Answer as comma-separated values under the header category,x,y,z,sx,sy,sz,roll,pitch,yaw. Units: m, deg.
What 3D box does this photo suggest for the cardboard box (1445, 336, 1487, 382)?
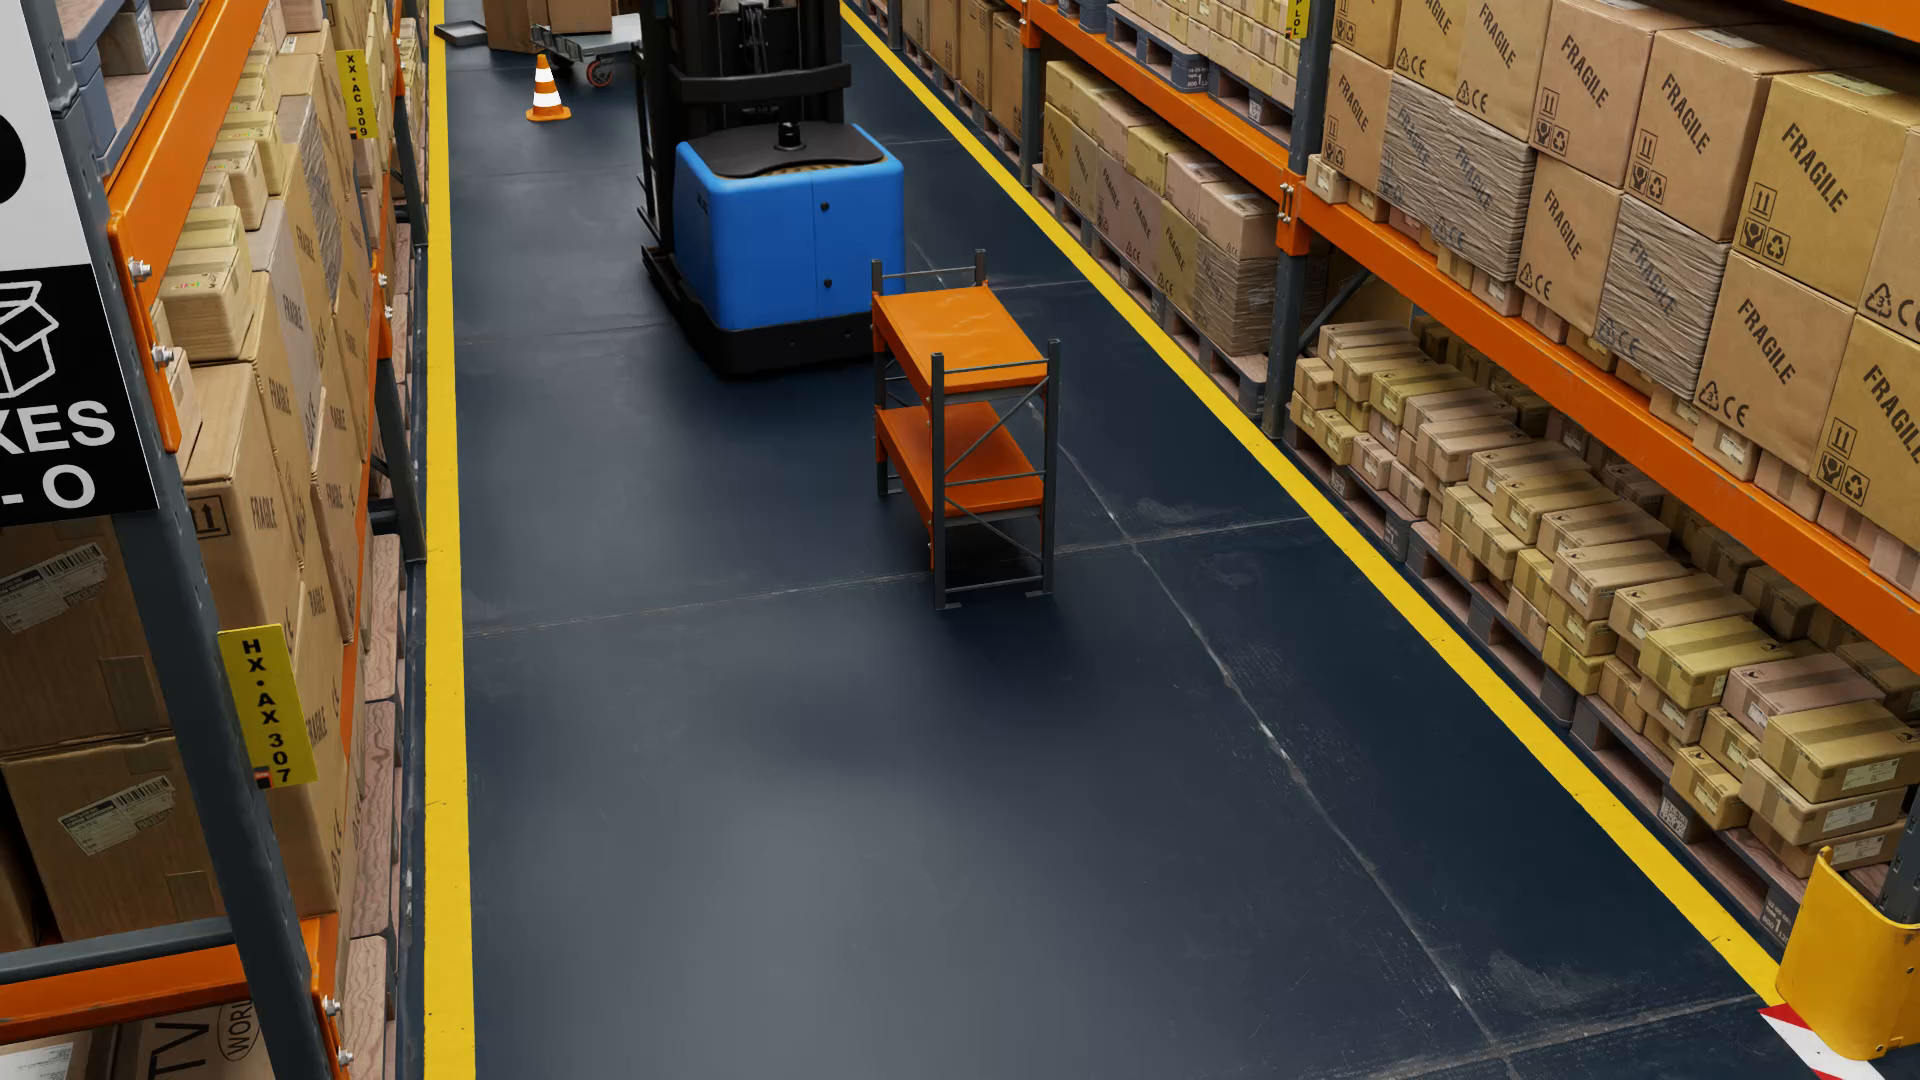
category,x,y,z,sx,sy,sz,roll,pitch,yaw
cardboard box,2.429,-0.823,7.510,0.380,0.149,0.250,-7,31,-13

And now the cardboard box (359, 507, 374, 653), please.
category,x,y,z,sx,sy,sz,roll,pitch,yaw
cardboard box,-2.705,0.079,6.258,0.875,0.438,0.875,-8,31,-14

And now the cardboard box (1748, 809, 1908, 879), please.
category,x,y,z,sx,sy,sz,roll,pitch,yaw
cardboard box,2.698,0.885,5.154,0.380,0.149,0.250,-7,31,-12

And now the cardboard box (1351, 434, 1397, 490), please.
category,x,y,z,sx,sy,sz,roll,pitch,yaw
cardboard box,1.951,-0.360,7.305,0.380,0.149,0.250,-8,31,-14

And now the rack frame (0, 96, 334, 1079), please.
category,x,y,z,sx,sy,sz,roll,pitch,yaw
rack frame,-1.707,0.766,2.932,1.000,3.000,0.127,-8,31,-13

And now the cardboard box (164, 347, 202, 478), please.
category,x,y,z,sx,sy,sz,roll,pitch,yaw
cardboard box,-1.534,-0.199,2.854,0.380,0.149,0.250,-7,31,-12

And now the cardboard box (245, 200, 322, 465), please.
category,x,y,z,sx,sy,sz,roll,pitch,yaw
cardboard box,-1.848,-0.476,3.980,0.500,0.500,0.500,-8,31,-14

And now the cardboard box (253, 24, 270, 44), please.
category,x,y,z,sx,sy,sz,roll,pitch,yaw
cardboard box,-2.273,-1.433,4.985,0.380,0.149,0.250,-8,31,-14

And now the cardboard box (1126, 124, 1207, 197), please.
category,x,y,z,sx,sy,sz,roll,pitch,yaw
cardboard box,1.258,-2.127,9.257,0.500,0.250,0.500,-9,31,-15

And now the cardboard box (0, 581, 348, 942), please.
category,x,y,z,sx,sy,sz,roll,pitch,yaw
cardboard box,-1.558,0.453,3.373,0.500,0.500,0.500,-8,31,-14

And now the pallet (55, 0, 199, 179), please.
category,x,y,z,sx,sy,sz,roll,pitch,yaw
pallet,-1.914,-0.851,2.819,1.003,0.211,1.213,-8,31,-13

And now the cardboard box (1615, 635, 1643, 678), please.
category,x,y,z,sx,sy,sz,roll,pitch,yaw
cardboard box,2.512,0.371,5.744,0.380,0.149,0.250,-8,31,-14

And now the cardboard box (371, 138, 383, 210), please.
category,x,y,z,sx,sy,sz,roll,pitch,yaw
cardboard box,-2.770,-1.598,7.167,0.500,0.250,0.500,-9,31,-14

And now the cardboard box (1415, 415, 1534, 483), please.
category,x,y,z,sx,sy,sz,roll,pitch,yaw
cardboard box,2.079,-0.371,6.729,0.380,0.149,0.250,-7,31,-12

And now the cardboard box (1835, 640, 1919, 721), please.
category,x,y,z,sx,sy,sz,roll,pitch,yaw
cardboard box,3.038,0.438,5.331,0.380,0.149,0.250,-7,31,-12

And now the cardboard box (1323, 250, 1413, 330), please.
category,x,y,z,sx,sy,sz,roll,pitch,yaw
cardboard box,2.037,-1.365,8.690,0.500,0.500,0.500,-7,31,-11

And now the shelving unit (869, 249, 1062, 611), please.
category,x,y,z,sx,sy,sz,roll,pitch,yaw
shelving unit,0.002,-0.484,6.963,0.538,1.125,1.048,-8,31,-13

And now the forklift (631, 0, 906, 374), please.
category,x,y,z,sx,sy,sz,roll,pitch,yaw
forklift,-1.272,-2.850,9.248,1.130,2.935,3.031,-11,32,-18

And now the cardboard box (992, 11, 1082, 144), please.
category,x,y,z,sx,sy,sz,roll,pitch,yaw
cardboard box,0.840,-3.319,11.816,1.050,0.750,0.750,-8,31,-14

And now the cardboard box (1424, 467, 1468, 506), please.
category,x,y,z,sx,sy,sz,roll,pitch,yaw
cardboard box,2.137,-0.242,6.803,0.380,0.149,0.250,-6,31,-11

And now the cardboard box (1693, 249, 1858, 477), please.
category,x,y,z,sx,sy,sz,roll,pitch,yaw
cardboard box,2.540,-0.545,4.801,0.500,0.500,0.500,-8,31,-14

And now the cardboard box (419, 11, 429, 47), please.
category,x,y,z,sx,sy,sz,roll,pitch,yaw
cardboard box,-4.788,-4.342,14.083,0.500,0.250,0.500,-9,31,-16

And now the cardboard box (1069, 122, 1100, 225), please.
category,x,y,z,sx,sy,sz,roll,pitch,yaw
cardboard box,0.994,-2.287,10.282,0.500,0.500,0.500,-7,31,-13

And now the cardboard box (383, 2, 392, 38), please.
category,x,y,z,sx,sy,sz,roll,pitch,yaw
cardboard box,-3.446,-2.823,9.283,0.500,0.250,0.500,-9,31,-15

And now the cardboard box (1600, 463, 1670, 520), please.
category,x,y,z,sx,sy,sz,roll,pitch,yaw
cardboard box,2.700,-0.186,6.410,0.380,0.149,0.250,-8,31,-13

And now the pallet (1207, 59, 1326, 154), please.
category,x,y,z,sx,sy,sz,roll,pitch,yaw
pallet,1.914,-2.178,8.210,1.003,0.211,1.213,-8,31,-13

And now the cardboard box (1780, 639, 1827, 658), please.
category,x,y,z,sx,sy,sz,roll,pitch,yaw
cardboard box,2.979,0.449,5.609,0.380,0.149,0.250,-7,31,-13

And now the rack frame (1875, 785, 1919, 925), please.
category,x,y,z,sx,sy,sz,roll,pitch,yaw
rack frame,3.039,0.059,4.153,1.000,3.000,0.127,-8,31,-13

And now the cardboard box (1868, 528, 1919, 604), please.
category,x,y,z,sx,sy,sz,roll,pitch,yaw
cardboard box,2.680,0.048,4.423,0.380,0.149,0.250,-8,31,-13

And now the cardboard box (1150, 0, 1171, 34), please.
category,x,y,z,sx,sy,sz,roll,pitch,yaw
cardboard box,1.261,-2.869,9.044,0.380,0.149,0.250,-9,31,-15

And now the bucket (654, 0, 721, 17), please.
category,x,y,z,sx,sy,sz,roll,pitch,yaw
bucket,-2.405,-4.737,14.190,0.726,0.611,0.620,2,40,4

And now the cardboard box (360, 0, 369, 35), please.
category,x,y,z,sx,sy,sz,roll,pitch,yaw
cardboard box,-3.044,-2.626,7.695,0.500,0.500,0.500,-8,31,-14

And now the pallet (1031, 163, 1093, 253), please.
category,x,y,z,sx,sy,sz,roll,pitch,yaw
pallet,1.121,-2.220,10.875,1.003,0.211,1.213,-8,31,-13

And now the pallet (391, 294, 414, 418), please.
category,x,y,z,sx,sy,sz,roll,pitch,yaw
pallet,-3.373,-0.912,8.615,1.003,0.211,1.213,-8,31,-13

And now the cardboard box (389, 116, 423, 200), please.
category,x,y,z,sx,sy,sz,roll,pitch,yaw
cardboard box,-3.971,-2.416,10.634,0.950,0.372,0.625,-10,32,-17

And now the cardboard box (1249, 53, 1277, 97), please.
category,x,y,z,sx,sy,sz,roll,pitch,yaw
cardboard box,1.611,-2.237,7.951,0.380,0.149,0.250,-8,31,-13

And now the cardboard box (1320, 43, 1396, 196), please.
category,x,y,z,sx,sy,sz,roll,pitch,yaw
cardboard box,1.866,-1.772,6.920,0.500,0.500,0.500,-8,31,-14

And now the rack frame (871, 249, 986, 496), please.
category,x,y,z,sx,sy,sz,roll,pitch,yaw
rack frame,-0.133,-0.729,7.387,0.500,1.125,0.032,-8,31,-13

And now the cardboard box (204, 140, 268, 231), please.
category,x,y,z,sx,sy,sz,roll,pitch,yaw
cardboard box,-1.864,-0.827,3.940,0.380,0.149,0.250,-8,31,-13

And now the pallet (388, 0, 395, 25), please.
category,x,y,z,sx,sy,sz,roll,pitch,yaw
pallet,-4.122,-3.345,10.226,1.213,0.211,1.003,-8,31,-13

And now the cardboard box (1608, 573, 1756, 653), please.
category,x,y,z,sx,sy,sz,roll,pitch,yaw
cardboard box,2.444,0.261,5.637,0.380,0.149,0.250,-9,31,-15

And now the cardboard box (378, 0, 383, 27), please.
category,x,y,z,sx,sy,sz,roll,pitch,yaw
cardboard box,-3.317,-2.802,8.747,0.500,0.250,0.500,-9,31,-15

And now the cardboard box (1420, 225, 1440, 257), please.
category,x,y,z,sx,sy,sz,roll,pitch,yaw
cardboard box,2.065,-1.215,6.606,0.380,0.149,0.250,-9,31,-15

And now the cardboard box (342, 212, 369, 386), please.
category,x,y,z,sx,sy,sz,roll,pitch,yaw
cardboard box,-2.257,-0.771,5.488,0.500,0.500,0.500,-9,31,-14

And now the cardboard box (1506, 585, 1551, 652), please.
category,x,y,z,sx,sy,sz,roll,pitch,yaw
cardboard box,2.286,0.268,6.219,0.380,0.149,0.250,-7,31,-12

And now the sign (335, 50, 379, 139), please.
category,x,y,z,sx,sy,sz,roll,pitch,yaw
sign,-2.234,-1.649,6.162,0.100,0.325,0.005,-8,31,-13

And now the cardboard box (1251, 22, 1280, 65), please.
category,x,y,z,sx,sy,sz,roll,pitch,yaw
cardboard box,1.610,-2.368,7.881,0.380,0.149,0.250,-8,31,-13

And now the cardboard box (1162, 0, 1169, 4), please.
category,x,y,z,sx,sy,sz,roll,pitch,yaw
cardboard box,1.269,-2.995,8.964,0.380,0.149,0.250,-7,31,-11

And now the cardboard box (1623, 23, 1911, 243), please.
category,x,y,z,sx,sy,sz,roll,pitch,yaw
cardboard box,2.396,-1.228,4.983,0.500,0.500,0.500,-6,31,-11

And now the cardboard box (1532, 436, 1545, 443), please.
category,x,y,z,sx,sy,sz,roll,pitch,yaw
cardboard box,2.598,-0.329,6.953,0.380,0.149,0.250,-7,31,-12

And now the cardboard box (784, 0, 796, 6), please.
category,x,y,z,sx,sy,sz,roll,pitch,yaw
cardboard box,-1.548,-5.269,15.852,0.500,0.500,0.500,-3,30,-5

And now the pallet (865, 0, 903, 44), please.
category,x,y,z,sx,sy,sz,roll,pitch,yaw
pallet,-0.273,-4.907,15.518,1.003,0.211,1.213,-8,31,-13

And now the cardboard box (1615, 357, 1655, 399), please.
category,x,y,z,sx,sy,sz,roll,pitch,yaw
cardboard box,2.423,-0.586,5.519,0.380,0.149,0.250,-9,31,-15

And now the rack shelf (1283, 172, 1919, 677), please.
category,x,y,z,sx,sy,sz,roll,pitch,yaw
rack shelf,2.508,-0.595,6.003,1.077,0.370,4.000,-8,31,-13
